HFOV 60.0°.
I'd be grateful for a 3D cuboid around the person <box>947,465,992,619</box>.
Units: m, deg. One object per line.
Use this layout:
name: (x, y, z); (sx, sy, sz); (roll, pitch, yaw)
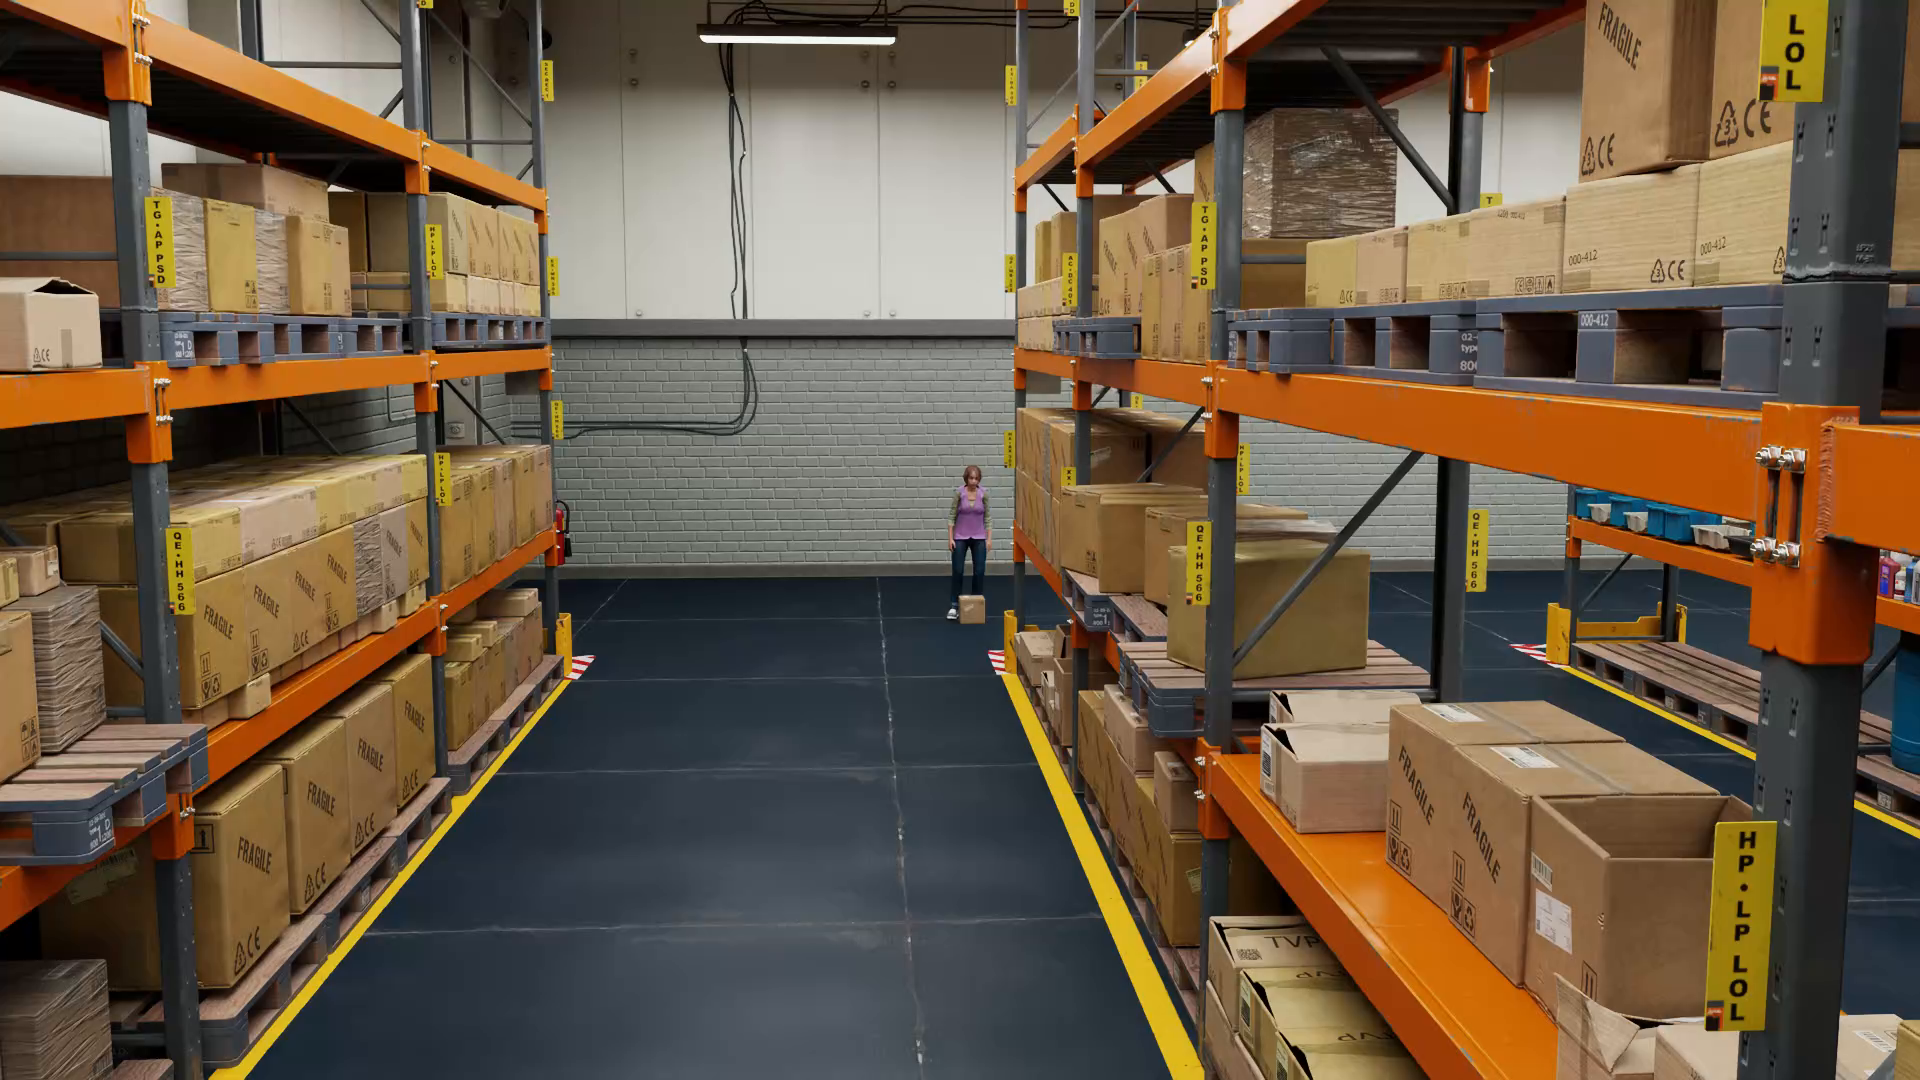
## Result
person: (0.097, 0.016, 17.175); (0.482, 1.592, 0.347); (-1, 7, -7)
